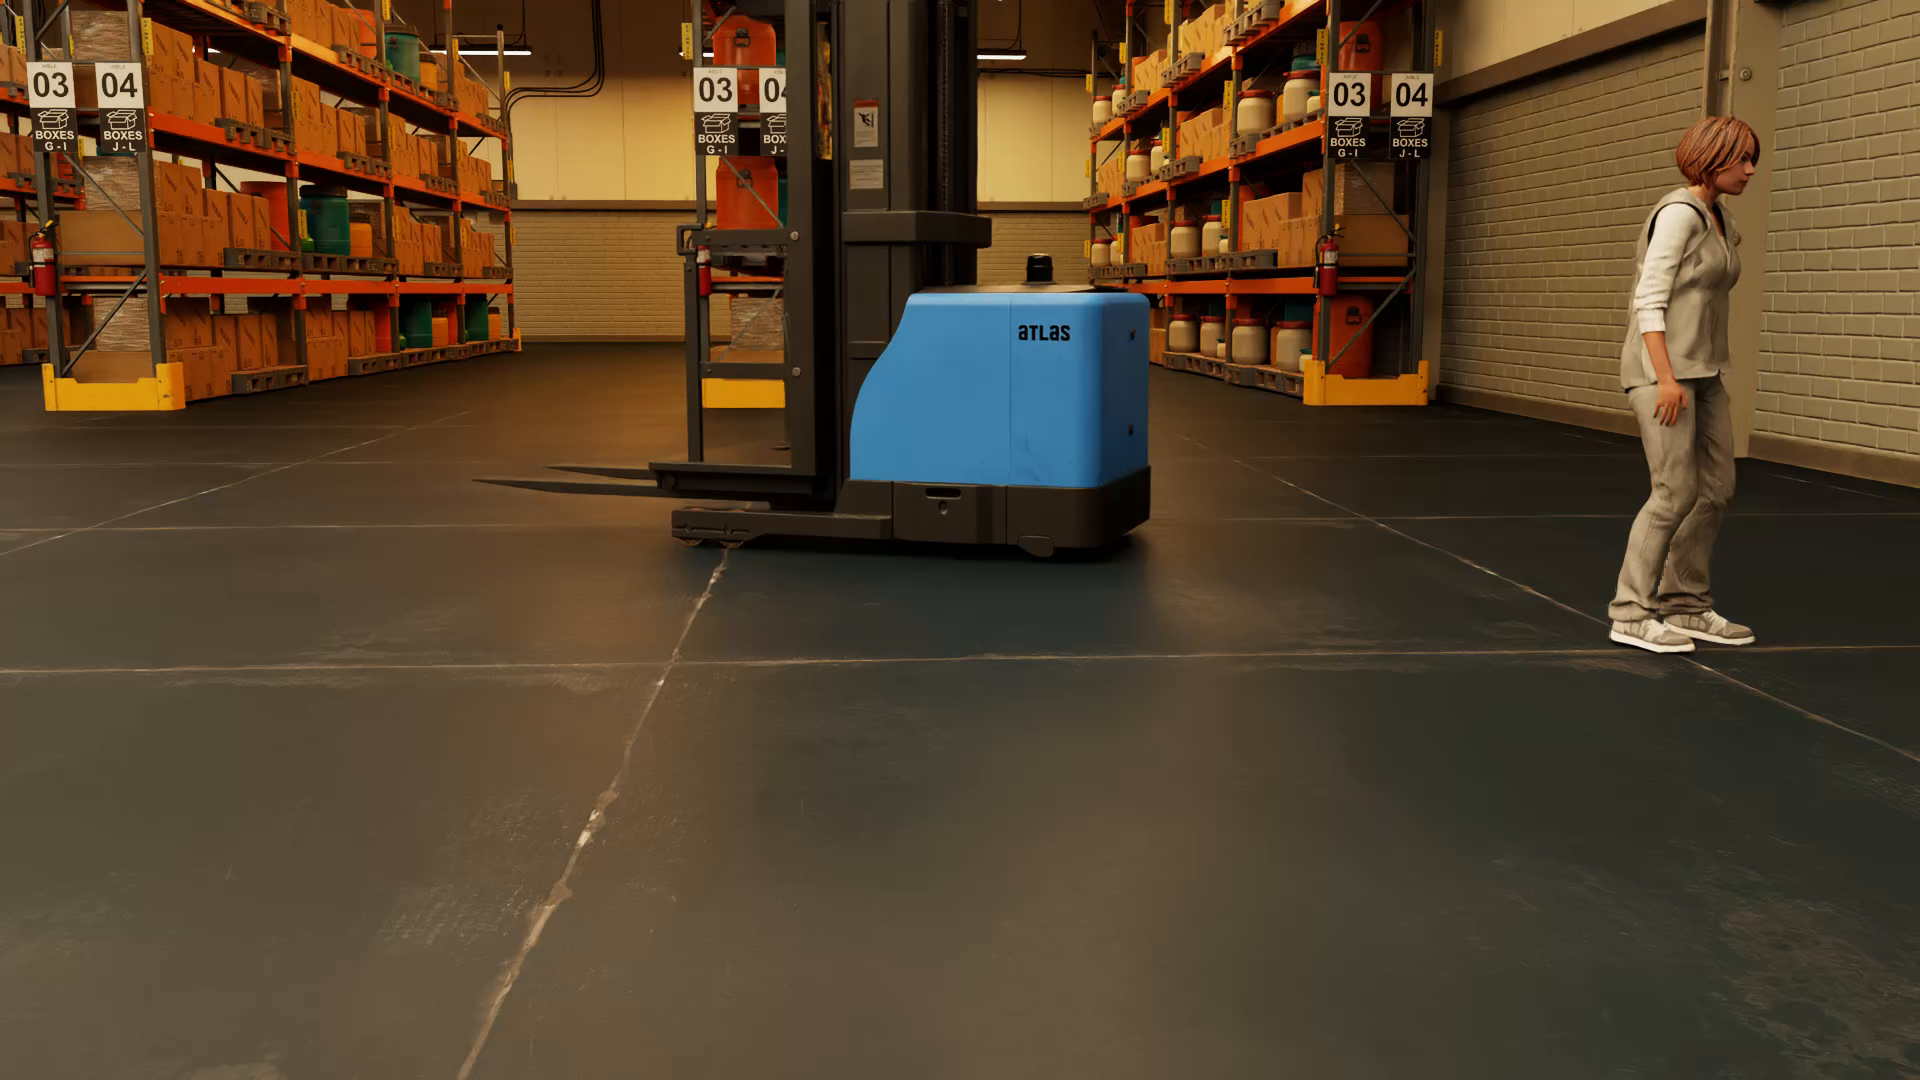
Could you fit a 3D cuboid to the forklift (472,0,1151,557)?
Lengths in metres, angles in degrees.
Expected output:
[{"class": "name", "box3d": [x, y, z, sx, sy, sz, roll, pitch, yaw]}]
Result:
[{"class": "forklift", "box3d": [-0.720, -1.486, 7.336, 3.031, 2.935, 1.130, 3, 9, 19]}]

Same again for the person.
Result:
[{"class": "person", "box3d": [2.209, -0.461, 5.038, 0.469, 1.599, 0.369, -8, 12, -44]}]
